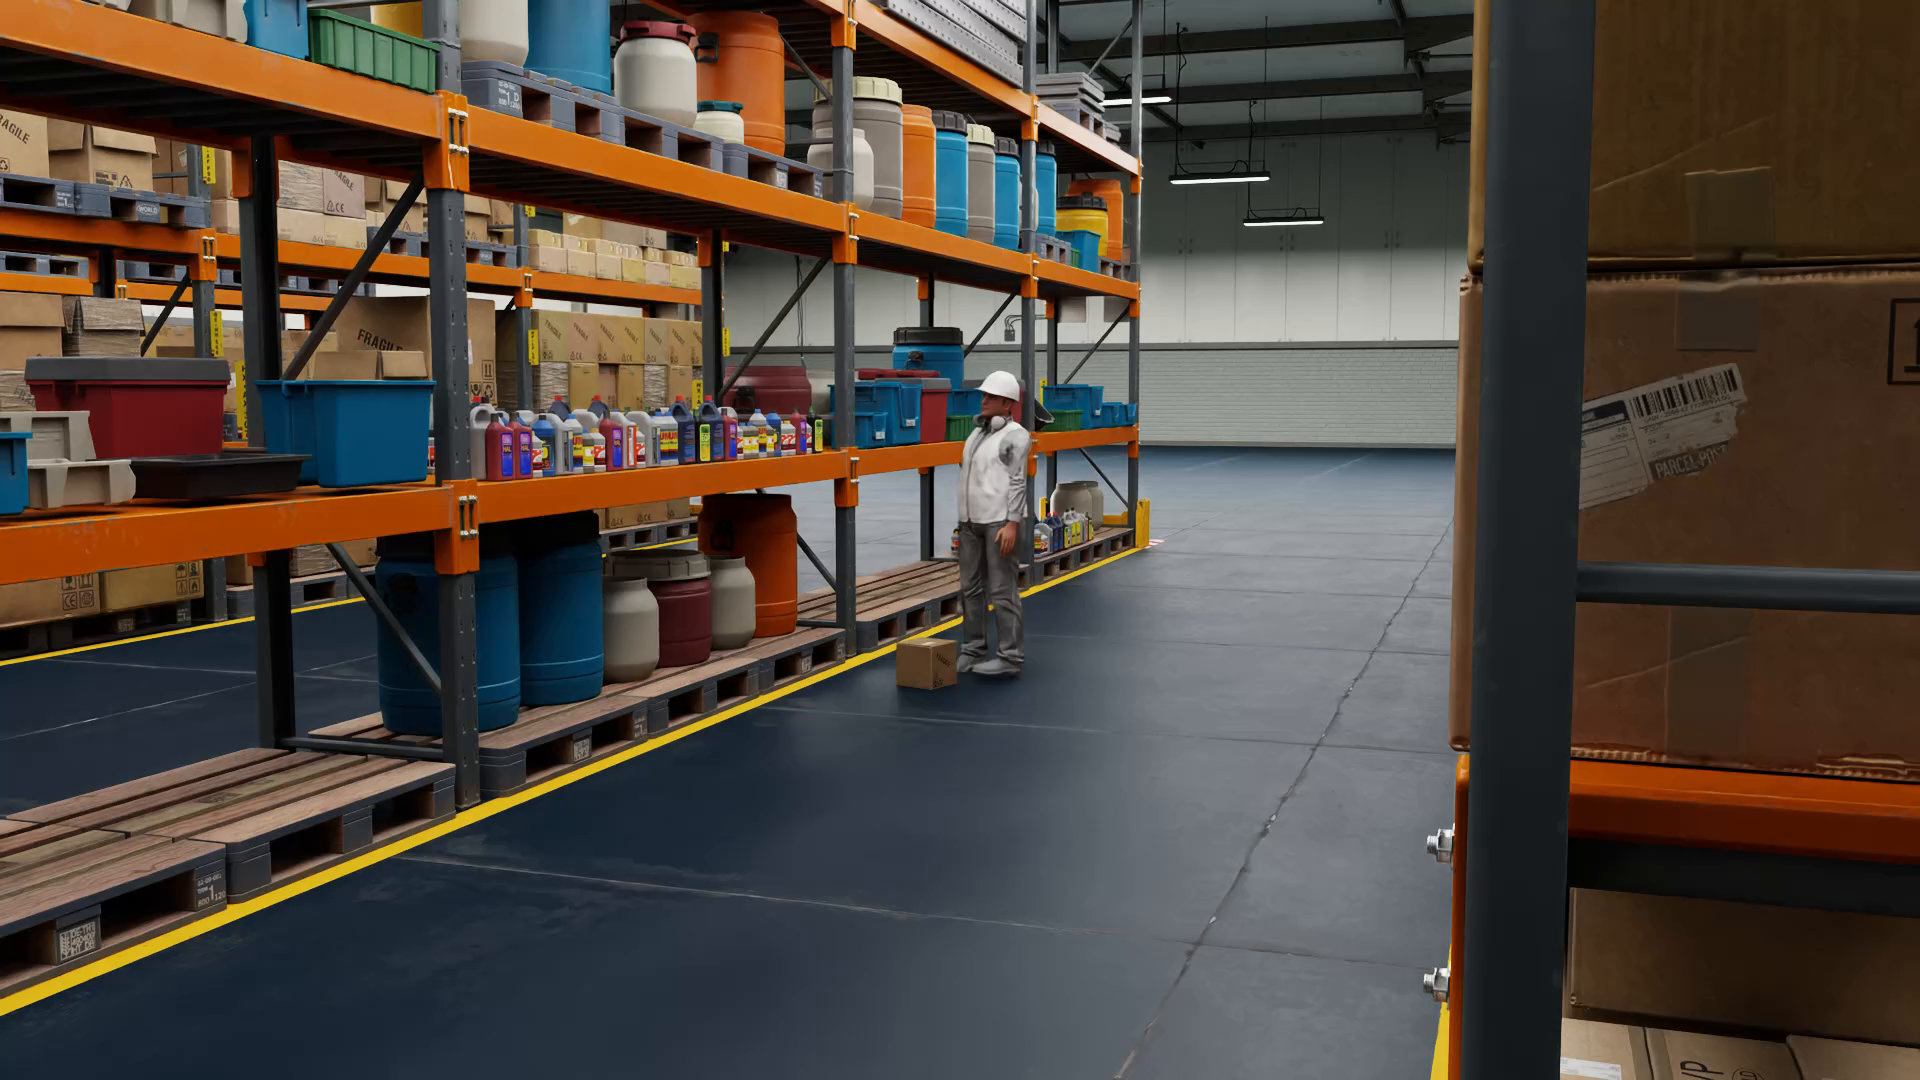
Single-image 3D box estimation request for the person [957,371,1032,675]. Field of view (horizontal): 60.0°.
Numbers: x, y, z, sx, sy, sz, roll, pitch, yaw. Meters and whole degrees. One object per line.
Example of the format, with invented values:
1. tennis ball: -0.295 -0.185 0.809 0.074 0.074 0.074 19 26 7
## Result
1. person: 0.177 -0.086 9.790 0.383 1.809 0.558 -4 6 -37
